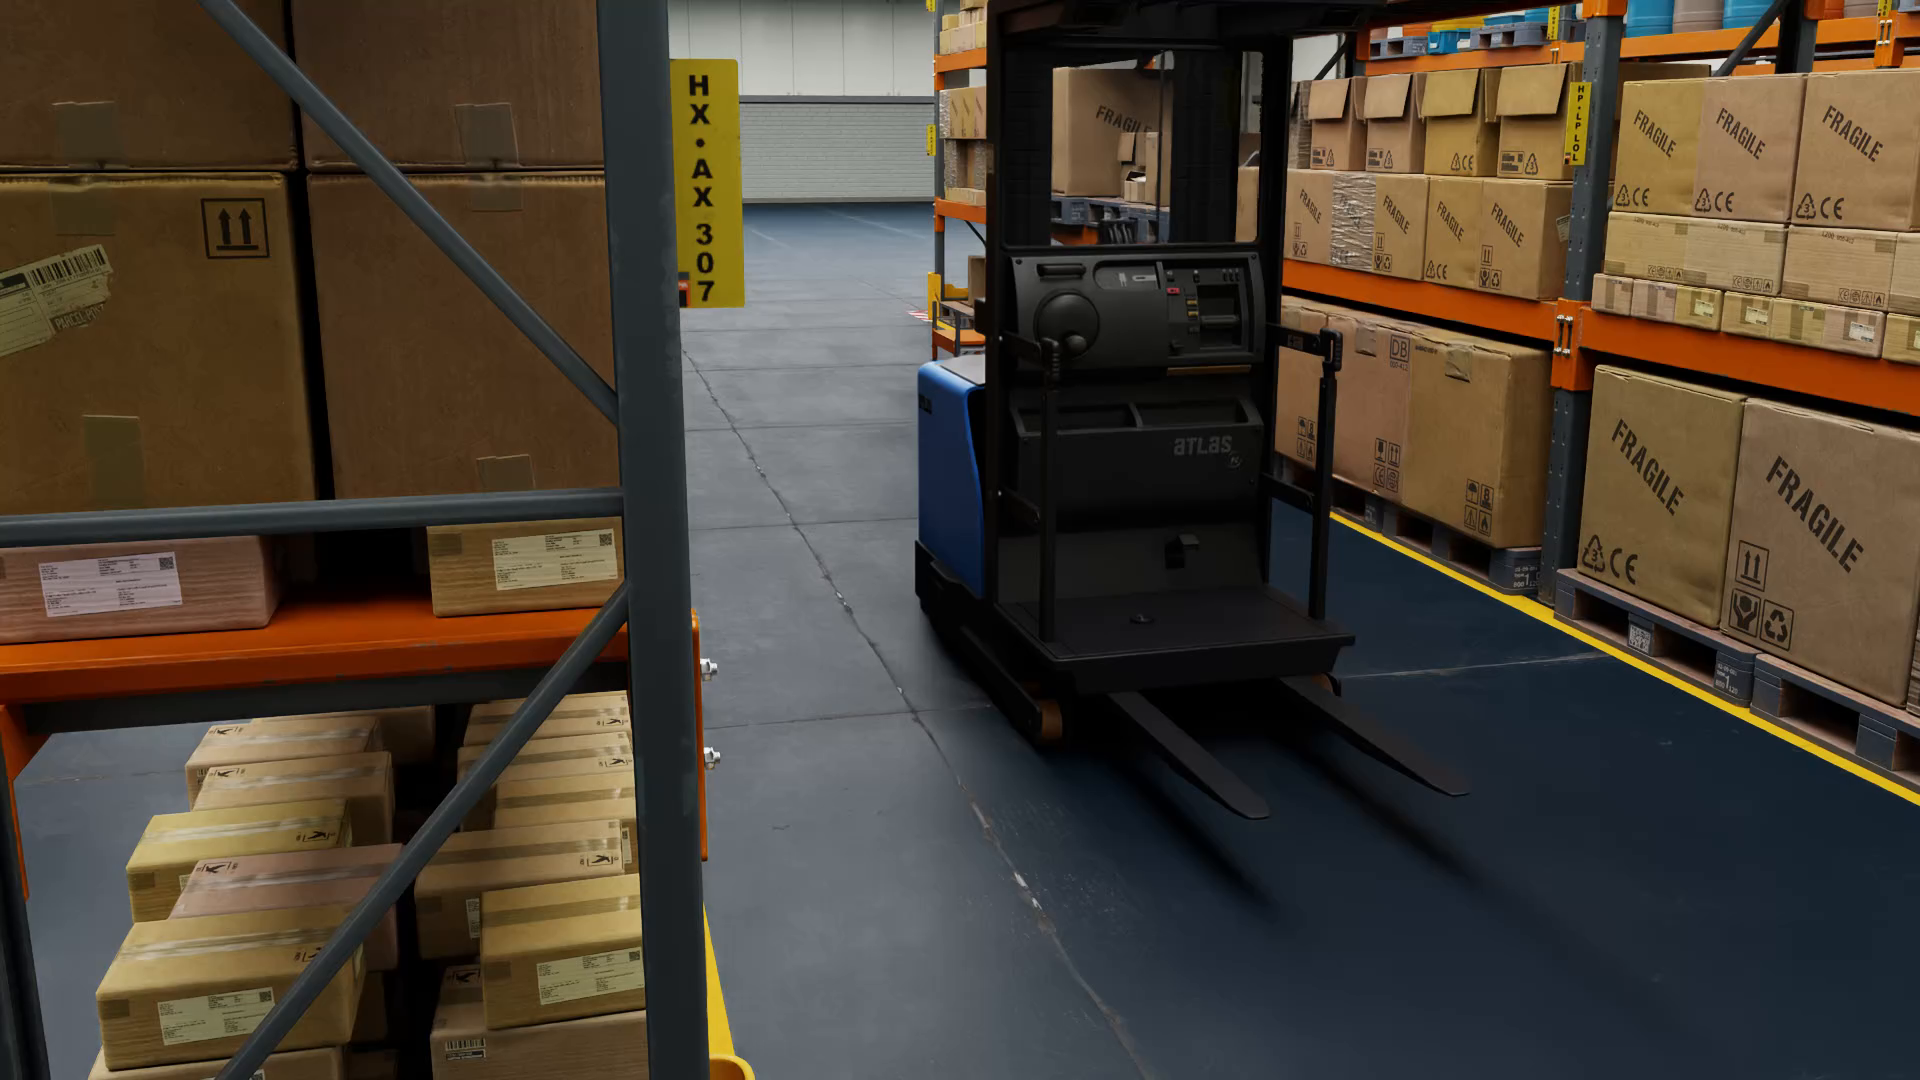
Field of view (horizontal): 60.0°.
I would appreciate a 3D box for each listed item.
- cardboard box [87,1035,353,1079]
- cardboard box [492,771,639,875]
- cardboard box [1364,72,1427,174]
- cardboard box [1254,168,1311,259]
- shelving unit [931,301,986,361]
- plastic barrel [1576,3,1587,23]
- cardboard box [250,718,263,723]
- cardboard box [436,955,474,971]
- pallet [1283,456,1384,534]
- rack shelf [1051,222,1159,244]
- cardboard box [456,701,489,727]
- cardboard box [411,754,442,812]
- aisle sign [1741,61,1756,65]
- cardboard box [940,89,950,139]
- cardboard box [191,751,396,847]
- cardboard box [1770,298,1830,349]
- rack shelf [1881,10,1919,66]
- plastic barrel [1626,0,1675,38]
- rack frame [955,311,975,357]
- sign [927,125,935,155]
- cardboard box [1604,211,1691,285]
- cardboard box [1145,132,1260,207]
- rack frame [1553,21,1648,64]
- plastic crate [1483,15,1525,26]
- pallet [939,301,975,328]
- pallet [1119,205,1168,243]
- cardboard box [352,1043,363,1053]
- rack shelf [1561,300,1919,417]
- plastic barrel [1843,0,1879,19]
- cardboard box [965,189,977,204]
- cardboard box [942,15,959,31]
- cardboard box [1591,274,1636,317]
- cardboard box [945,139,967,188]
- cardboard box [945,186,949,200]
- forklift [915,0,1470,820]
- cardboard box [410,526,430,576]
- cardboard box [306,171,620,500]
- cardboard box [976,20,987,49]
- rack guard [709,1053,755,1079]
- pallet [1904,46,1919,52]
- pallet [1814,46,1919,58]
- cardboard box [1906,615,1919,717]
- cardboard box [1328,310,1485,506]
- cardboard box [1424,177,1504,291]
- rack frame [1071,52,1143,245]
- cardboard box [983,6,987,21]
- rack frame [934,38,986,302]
[{"bbox_3d":[-1.271,0.908,2.887,0.380,0.149,0.250,-4,14,-15],"label":"cardboard box"},{"bbox_3d":[-0.779,0.607,3.491,0.380,0.149,0.250,-3,14,-13],"label":"cardboard box"},{"bbox_3d":[2.567,-2.183,8.718,0.797,0.503,0.637,-3,14,-11],"label":"cardboard box"},{"bbox_3d":[2.069,-1.924,9.772,0.500,0.500,0.500,-4,14,-15],"label":"cardboard box"},{"bbox_3d":[0.039,-0.545,8.128,0.258,1.200,0.503,-3,14,-13],"label":"shelving unit"},{"bbox_3d":[6.061,-5.146,15.730,0.421,0.512,0.421,0,14,0],"label":"plastic barrel"},{"bbox_3d":[-1.663,0.547,4.363,0.380,0.149,0.250,-3,14,-13],"label":"cardboard box"},{"bbox_3d":[-0.896,0.760,3.490,0.380,0.149,0.250,-3,14,-12],"label":"cardboard box"},{"bbox_3d":[2.491,-0.300,9.210,1.003,0.211,1.213,-3,14,-13],"label":"pallet"},{"bbox_3d":[1.627,-2.234,12.765,1.077,0.370,4.000,-3,14,-13],"label":"rack shelf"},{"bbox_3d":[-1.143,0.374,4.445,0.380,0.149,0.250,-3,14,-13],"label":"cardboard box"},{"bbox_3d":[-1.556,0.690,4.403,0.380,0.149,0.250,-3,14,-12],"label":"cardboard box"},{"bbox_3d":[9.535,-5.779,20.285,0.394,0.787,0.004,-3,14,-13],"label":"aisle sign"},{"bbox_3d":[0.082,-4.504,17.598,0.500,0.500,0.500,-3,14,-13],"label":"cardboard box"},{"bbox_3d":[-1.427,0.584,3.586,0.380,0.149,0.250,-4,14,-15],"label":"cardboard box"},{"bbox_3d":[3.030,-0.749,5.702,0.380,0.149,0.250,-3,14,-14],"label":"cardboard box"},{"bbox_3d":[7.381,-3.044,9.762,1.077,0.370,4.000,-3,14,-13],"label":"rack shelf"},{"bbox_3d":[6.302,-4.916,14.852,0.600,0.901,0.708,-3,14,-13],"label":"plastic barrel"},{"bbox_3d":[0.096,-0.488,7.898,0.240,1.200,0.015,-3,14,-13],"label":"rack frame"},{"bbox_3d":[-0.310,-4.357,18.118,0.100,0.325,0.005,-3,14,-13],"label":"sign"},{"bbox_3d":[2.892,-1.148,6.493,0.500,0.250,0.500,-4,14,-14],"label":"cardboard box"},{"bbox_3d":[1.702,-2.620,11.734,0.700,0.500,0.500,-1,14,-5],"label":"cardboard box"},{"bbox_3d":[5.971,-3.320,15.698,1.000,3.000,0.127,-3,14,-13],"label":"rack frame"},{"bbox_3d":[5.773,-5.269,17.389,0.392,0.384,0.575,-3,14,-13],"label":"plastic crate"},{"bbox_3d":[0.392,-2.406,17.829,1.003,0.211,1.213,-3,14,-13],"label":"pallet"},{"bbox_3d":[1.826,-2.187,11.462,1.213,0.211,1.003,-3,14,-13],"label":"pallet"},{"bbox_3d":[-1.355,0.994,3.158,0.380,0.149,0.250,-3,14,-11],"label":"cardboard box"},{"bbox_3d":[3.506,-0.388,5.211,1.077,0.370,4.000,-3,14,-13],"label":"rack shelf"},{"bbox_3d":[6.929,-4.300,12.330,0.600,0.901,0.600,0,14,0],"label":"plastic barrel"},{"bbox_3d":[0.268,-3.534,17.102,0.380,0.149,0.250,-3,14,-13],"label":"cardboard box"},{"bbox_3d":[0.024,-5.404,17.380,0.380,0.149,0.250,-3,14,-12],"label":"cardboard box"},{"bbox_3d":[2.782,-0.990,6.688,0.380,0.149,0.250,-3,14,-13],"label":"cardboard box"},{"bbox_3d":[0.320,-4.032,17.772,0.875,0.500,0.500,-3,14,-13],"label":"cardboard box"},{"bbox_3d":[0.053,-3.766,18.051,0.380,0.149,0.250,-3,14,-13],"label":"cardboard box"},{"bbox_3d":[0.693,-0.831,5.652,1.130,2.935,3.031,-4,14,-15],"label":"forklift"},{"bbox_3d":[-0.727,-0.050,2.842,0.380,0.149,0.250,-3,14,-11],"label":"cardboard box"},{"bbox_3d":[-0.707,-0.335,2.640,0.500,0.500,0.500,-3,14,-11],"label":"cardboard box"},{"bbox_3d":[0.446,-4.873,16.048,0.500,0.250,0.500,-3,14,-12],"label":"cardboard box"},{"bbox_3d":[-0.888,1.174,2.569,1.175,0.500,0.348,-3,14,-13],"label":"rack guard"},{"bbox_3d":[10.562,-5.205,17.278,1.003,0.211,1.213,-3,14,-13],"label":"pallet"},{"bbox_3d":[10.279,-5.486,18.428,1.003,0.211,1.213,-3,14,-13],"label":"pallet"},{"bbox_3d":[3.533,0.199,4.885,0.875,0.875,0.875,-3,14,-13],"label":"cardboard box"},{"bbox_3d":[2.655,-0.723,8.660,1.225,0.875,0.875,-4,14,-15],"label":"cardboard box"},{"bbox_3d":[2.551,-1.455,7.850,0.500,0.500,0.500,-3,14,-11],"label":"cardboard box"},{"bbox_3d":[1.157,-3.044,14.568,1.000,3.000,0.127,-3,14,-13],"label":"rack frame"},{"bbox_3d":[0.434,-5.112,16.186,0.380,0.149,0.250,-3,14,-14],"label":"cardboard box"},{"bbox_3d":[0.218,-3.967,18.345,1.000,3.000,0.127,-3,14,-13],"label":"rack frame"}]
